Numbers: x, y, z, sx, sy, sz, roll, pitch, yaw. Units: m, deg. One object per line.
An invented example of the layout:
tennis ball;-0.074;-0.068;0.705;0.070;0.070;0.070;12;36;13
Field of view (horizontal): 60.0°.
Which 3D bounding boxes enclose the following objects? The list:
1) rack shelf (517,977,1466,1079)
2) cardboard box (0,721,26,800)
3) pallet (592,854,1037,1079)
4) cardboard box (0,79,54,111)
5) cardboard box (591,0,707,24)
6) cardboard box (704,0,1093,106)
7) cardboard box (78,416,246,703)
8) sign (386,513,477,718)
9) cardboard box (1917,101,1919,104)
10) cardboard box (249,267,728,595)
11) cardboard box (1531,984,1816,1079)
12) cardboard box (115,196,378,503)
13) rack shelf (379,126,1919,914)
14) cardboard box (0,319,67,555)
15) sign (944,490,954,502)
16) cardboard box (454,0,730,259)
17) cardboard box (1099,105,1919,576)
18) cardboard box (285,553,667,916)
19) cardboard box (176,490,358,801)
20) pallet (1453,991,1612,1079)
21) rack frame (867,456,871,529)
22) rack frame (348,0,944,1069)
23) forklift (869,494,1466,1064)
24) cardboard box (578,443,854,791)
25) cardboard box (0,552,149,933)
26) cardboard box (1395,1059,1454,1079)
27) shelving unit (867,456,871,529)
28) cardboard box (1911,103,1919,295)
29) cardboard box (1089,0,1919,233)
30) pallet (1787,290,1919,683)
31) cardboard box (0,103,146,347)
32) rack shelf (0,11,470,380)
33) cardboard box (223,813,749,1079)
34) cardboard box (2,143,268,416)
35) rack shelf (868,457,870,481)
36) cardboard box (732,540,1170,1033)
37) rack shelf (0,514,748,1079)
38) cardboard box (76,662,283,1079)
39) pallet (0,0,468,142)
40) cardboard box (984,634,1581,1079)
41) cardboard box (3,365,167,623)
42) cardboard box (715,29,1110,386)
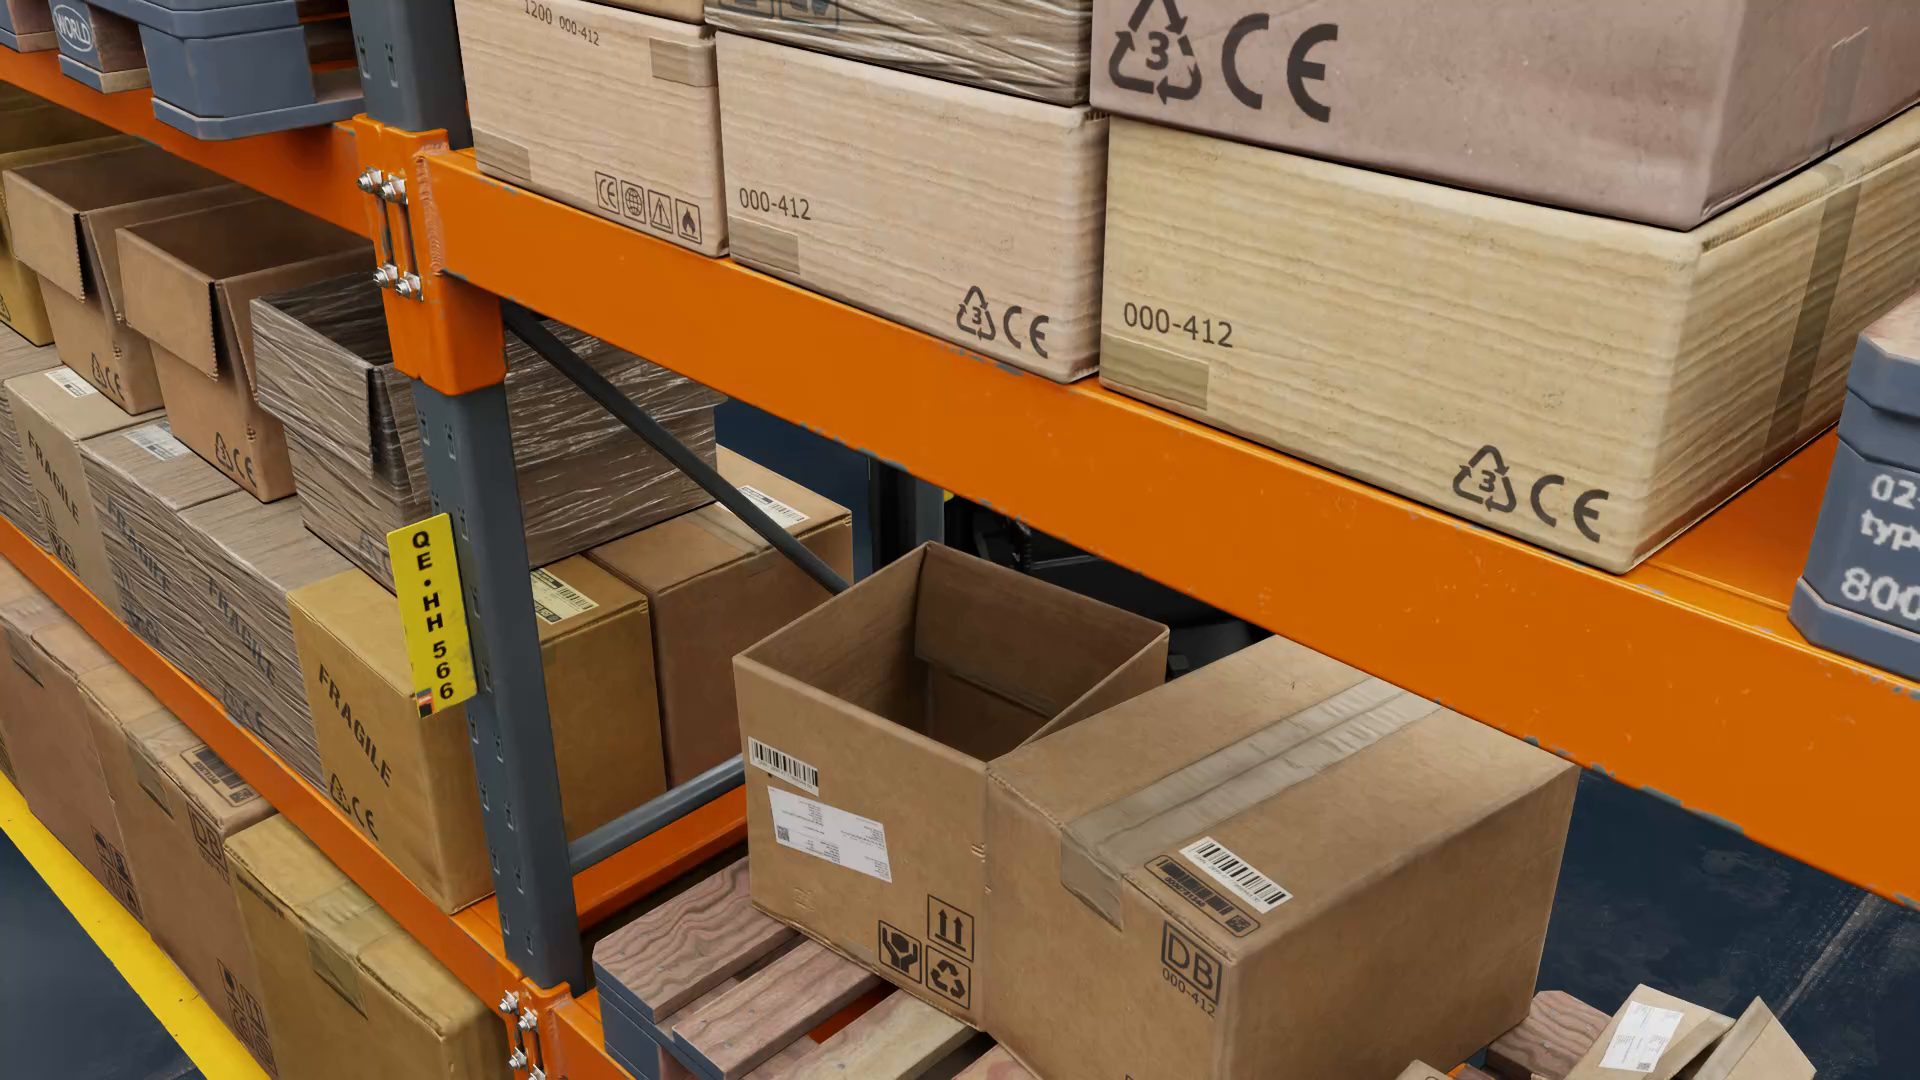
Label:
rack shelf;1.004;1.417;2.104;4.000;0.370;1.077;25;36;38
cardboard box;-2.804;0.098;5.672;0.875;0.875;1.225;25;36;39
pallet;0.160;0.728;2.848;1.003;0.211;1.213;25;36;38
cardboard box;-2.813;-1.141;5.012;0.637;0.503;0.797;23;36;37
cardboard box;-0.268;-0.908;1.886;0.500;0.500;0.500;-25;37;-39
cardboard box;0.091;-0.741;1.569;0.500;0.500;0.500;25;37;39
cardboard box;-1.672;-0.010;3.938;0.500;0.500;0.500;23;36;37
sign;-0.809;0.119;2.556;0.005;0.325;0.100;25;36;38
cardboard box;0.809;-0.744;1.574;0.500;0.500;0.500;-25;36;-38
cardboard box;-0.932;-0.286;3.385;0.797;0.503;0.637;-24;36;-38
cardboard box;0.956;0.774;2.247;0.258;0.266;0.396;23;36;37
cardboard box;-1.395;-0.499;3.791;0.797;0.503;0.637;-24;36;-38
rack shelf;1.004;0.090;1.406;4.000;0.370;1.077;25;36;38
cardboard box;-2.406;-0.343;4.572;0.500;0.500;0.500;24;36;37
sign;-0.049;-0.214;3.275;0.005;0.325;0.100;25;36;38
cardboard box;-0.266;-0.577;2.063;0.500;0.250;0.500;-25;36;-38
cardboard box;0.473;-0.245;1.431;0.500;0.250;0.500;-24;36;-38
cardboard box;-0.948;0.323;3.305;0.500;0.500;0.500;-24;36;-38
cardboard box;-1.299;0.159;3.618;0.500;0.500;0.500;24;36;38
pallet;1.018;1.164;2.020;1.213;0.211;1.003;25;36;38
rack frame;-0.256;-0.781;7.124;0.023;1.500;0.400;25;36;38
rack frame;-0.420;0.445;3.180;0.053;2.616;0.949;25;36;38
forklift;0.559;-0.324;4.718;1.130;2.935;3.031;-8;29;-14
cardboard box;-0.578;0.153;3.628;0.500;0.500;0.500;-24;36;-38
cardboard box;-2.167;0.389;5.119;0.875;0.875;1.225;23;36;37
cardboard box;0.611;0.950;1.930;0.500;0.250;0.500;23;36;37
shelving unit;0.005;-0.662;6.897;0.755;1.500;0.431;25;36;38
cardboard box;0.808;-0.419;1.762;0.500;0.250;0.500;-24;36;-38
cardboard box;0.455;-0.580;1.262;0.500;0.500;0.500;23;36;37
pallet;1.323;-0.067;1.133;1.003;0.211;1.213;25;36;38
cardboard box;-2.332;-0.914;4.579;0.797;0.503;0.637;-25;37;-39
rack shelf;-1.849;-1.215;3.888;4.000;0.370;1.077;25;36;38
cardboard box;-0.900;0.969;4.016;0.875;0.875;1.225;23;35;36
cardboard box;-1.878;-0.716;4.203;0.797;0.503;0.637;-24;36;-38
rack shelf;0.005;-0.373;7.049;0.720;0.370;0.431;25;36;38
cardboard box;-0.009;0.379;2.747;0.500;0.500;0.500;20;33;33
rack shelf;-1.849;0.112;4.587;4.000;0.370;1.077;25;36;38
cardboard box;-1.530;0.675;4.574;0.875;0.875;1.225;25;36;39
pallet;-0.919;-0.990;2.890;1.213;0.211;1.003;-23;36;-37
cardboard box;0.459;0.528;2.464;0.700;0.500;0.500;-19;33;-32
cardboard box;-2.034;-0.176;4.254;0.500;0.500;0.500;-24;36;-38
cardboard box;0.100;-0.409;1.744;0.500;0.250;0.500;-24;36;-38
